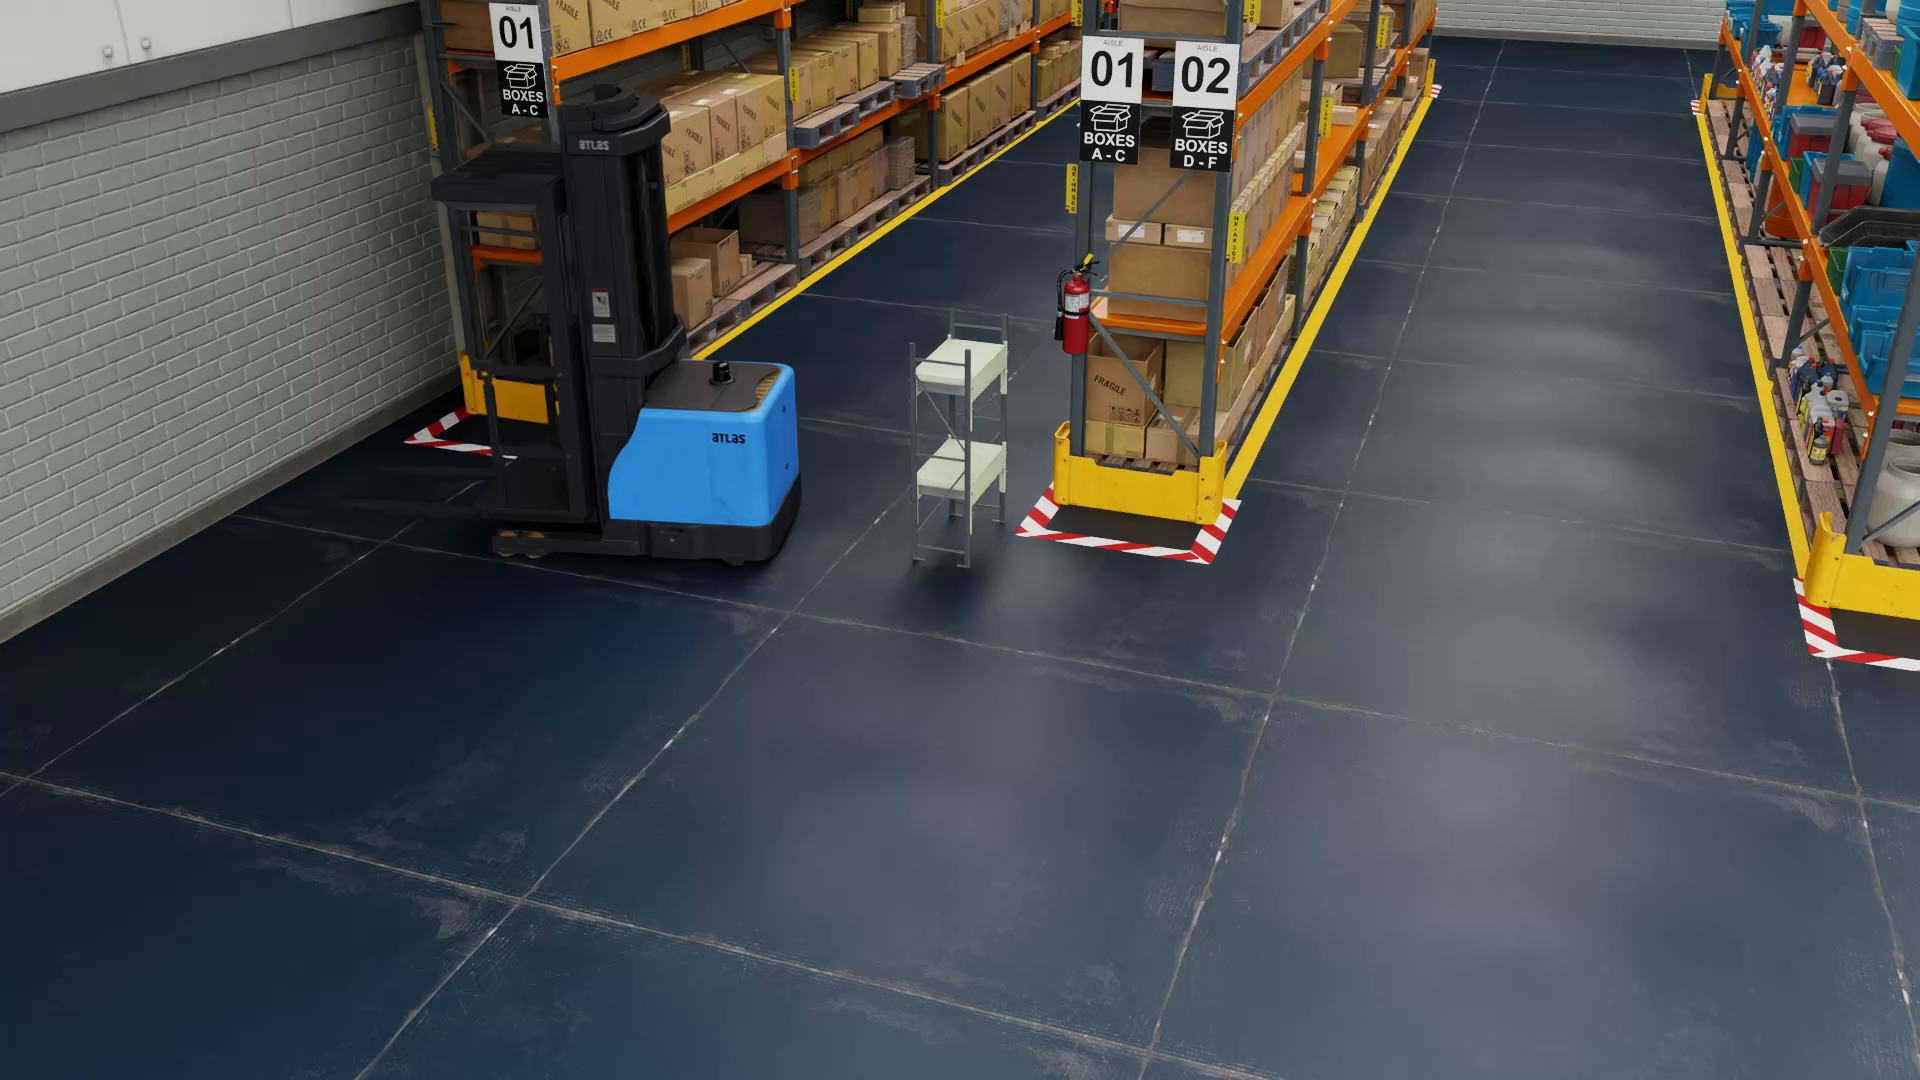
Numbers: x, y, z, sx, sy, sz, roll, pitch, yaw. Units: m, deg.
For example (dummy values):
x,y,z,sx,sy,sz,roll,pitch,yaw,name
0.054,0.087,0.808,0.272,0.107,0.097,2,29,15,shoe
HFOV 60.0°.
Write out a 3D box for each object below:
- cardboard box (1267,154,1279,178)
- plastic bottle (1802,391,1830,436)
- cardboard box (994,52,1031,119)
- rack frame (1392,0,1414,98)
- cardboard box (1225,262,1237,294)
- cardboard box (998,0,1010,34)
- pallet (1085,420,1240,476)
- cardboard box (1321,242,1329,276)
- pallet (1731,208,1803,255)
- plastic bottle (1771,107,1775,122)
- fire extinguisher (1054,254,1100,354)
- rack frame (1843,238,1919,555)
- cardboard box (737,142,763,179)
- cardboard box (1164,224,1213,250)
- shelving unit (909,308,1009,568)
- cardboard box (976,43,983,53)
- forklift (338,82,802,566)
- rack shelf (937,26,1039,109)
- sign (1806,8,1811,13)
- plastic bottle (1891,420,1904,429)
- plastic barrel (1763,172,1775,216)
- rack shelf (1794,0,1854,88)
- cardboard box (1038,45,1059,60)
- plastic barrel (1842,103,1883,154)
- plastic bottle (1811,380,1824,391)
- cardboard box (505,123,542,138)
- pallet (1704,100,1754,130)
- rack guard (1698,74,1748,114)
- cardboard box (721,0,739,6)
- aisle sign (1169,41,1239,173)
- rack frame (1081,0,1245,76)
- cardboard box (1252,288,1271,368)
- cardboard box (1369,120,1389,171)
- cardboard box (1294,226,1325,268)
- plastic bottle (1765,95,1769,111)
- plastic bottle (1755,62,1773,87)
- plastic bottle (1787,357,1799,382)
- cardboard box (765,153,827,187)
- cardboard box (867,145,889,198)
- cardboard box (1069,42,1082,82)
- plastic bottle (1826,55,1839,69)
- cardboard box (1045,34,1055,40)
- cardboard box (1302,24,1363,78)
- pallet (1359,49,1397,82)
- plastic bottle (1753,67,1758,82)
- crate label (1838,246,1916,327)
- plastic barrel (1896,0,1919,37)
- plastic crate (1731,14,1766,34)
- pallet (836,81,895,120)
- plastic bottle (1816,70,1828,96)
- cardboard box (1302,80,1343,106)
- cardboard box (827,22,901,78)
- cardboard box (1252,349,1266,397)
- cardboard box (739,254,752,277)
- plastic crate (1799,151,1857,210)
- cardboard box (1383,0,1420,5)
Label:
x,y,z,sx,sy,sz,roll,pitch,yaw,name
2.279,-2.928,12.997,0.380,0.149,0.250,10,27,19,cardboard box
6.335,-0.941,12.287,0.144,0.351,0.185,10,28,20,plastic bottle
0.487,-6.196,22.589,0.750,0.750,0.750,9,27,18,cardboard box
5.254,-6.543,21.322,1.000,3.000,0.127,9,27,17,rack frame
1.598,-2.063,11.955,0.700,0.500,0.500,9,27,19,cardboard box
0.329,-6.805,21.385,0.500,0.500,0.500,9,27,18,cardboard box
1.475,-0.677,12.406,1.003,0.211,1.213,9,27,17,pallet
3.300,-2.760,16.182,0.500,0.250,0.500,8,27,16,cardboard box
8.815,-3.255,17.730,1.003,0.211,1.213,9,27,17,pallet
8.325,-4.355,16.937,0.061,0.283,0.133,9,27,17,plastic bottle
0.783,-1.596,11.193,0.296,0.674,0.183,9,27,17,fire extinguisher
5.930,-0.892,9.650,1.000,3.000,0.127,9,27,17,rack frame
-2.127,-3.472,15.128,0.500,0.250,0.500,9,27,18,cardboard box
1.594,-2.079,11.243,0.380,0.149,0.250,9,27,17,cardboard box
-0.002,-0.672,10.917,0.431,1.500,0.755,9,27,17,shelving unit
0.078,-6.246,20.973,0.380,0.149,0.250,9,27,18,cardboard box
-2.662,-1.423,10.825,3.031,2.935,1.130,3,26,7,forklift
-0.085,-6.114,21.262,1.077,0.370,4.000,9,27,17,rack shelf
11.779,-7.468,23.044,0.100,0.325,0.005,9,27,17,sign
6.989,-0.942,12.366,0.061,0.283,0.133,9,27,17,plastic bottle
8.843,-3.697,17.817,0.421,0.512,0.421,0,26,0,plastic barrel
7.927,-4.384,14.246,1.077,0.370,4.000,9,27,17,rack shelf
1.213,-7.023,23.955,0.380,0.149,0.250,10,27,19,cardboard box
8.451,-3.776,15.479,0.421,0.512,0.421,0,26,0,plastic barrel
6.525,-1.091,12.687,0.097,0.271,0.097,0,26,0,plastic bottle
-3.279,-3.038,13.371,0.500,0.500,0.500,9,27,18,cardboard box
10.943,-5.879,23.150,1.003,0.211,1.213,9,27,17,pallet
11.250,-6.354,23.800,1.175,0.500,0.348,9,27,17,rack guard
-2.196,-4.927,14.405,0.500,0.500,0.500,6,27,13,cardboard box
1.527,-2.711,10.423,0.394,0.787,0.004,9,27,17,aisle sign
1.260,-4.312,9.830,1.000,3.000,0.127,9,27,17,rack frame
2.150,-1.705,13.142,0.500,0.500,0.500,9,27,17,cardboard box
4.853,-4.755,19.992,0.500,0.500,0.500,8,27,16,cardboard box
3.135,-2.798,15.617,0.500,0.311,0.500,8,27,17,cardboard box
8.619,-4.658,17.656,0.097,0.201,0.097,0,26,0,plastic bottle
9.102,-5.252,18.798,0.152,0.276,0.135,9,27,17,plastic bottle
6.708,-1.365,13.334,0.097,0.201,0.097,0,26,0,plastic bottle
-1.709,-3.869,17.303,0.500,0.250,0.500,8,27,16,cardboard box
-1.222,-4.191,18.828,0.700,0.500,0.500,9,27,17,cardboard box
1.440,-7.253,25.175,0.700,0.500,0.500,8,27,16,cardboard box
9.865,-5.300,18.811,0.144,0.351,0.185,9,27,17,plastic bottle
1.206,-7.517,24.975,0.380,0.149,0.250,9,27,18,cardboard box
4.026,-5.409,18.382,0.700,0.500,0.500,0,26,0,cardboard box
4.565,-5.613,19.621,1.003,0.211,1.213,9,27,17,pallet
9.192,-5.365,19.117,0.097,0.201,0.097,0,26,0,plastic bottle
6.288,-1.704,11.286,0.502,0.435,0.616,9,27,17,crate label
6.829,-3.907,11.378,0.600,0.901,0.708,9,27,17,plastic barrel
10.424,-6.824,22.025,0.416,0.233,0.300,9,27,17,plastic crate
-1.370,-4.711,17.757,1.003,0.211,1.213,9,27,17,pallet
9.562,-5.059,18.405,0.097,0.271,0.097,0,26,0,plastic bottle
3.760,-4.716,17.651,0.500,0.311,0.500,11,28,21,cardboard box
-1.058,-5.431,18.406,0.700,0.500,0.500,6,27,13,cardboard box
2.149,-1.368,13.306,0.500,0.250,0.500,9,27,17,cardboard box
-2.231,-2.671,16.071,0.380,0.166,0.250,5,26,11,cardboard box
7.335,-3.027,14.078,0.392,0.384,0.575,9,27,17,plastic crate
5.676,-7.191,21.398,0.500,0.500,0.500,9,27,19,cardboard box
